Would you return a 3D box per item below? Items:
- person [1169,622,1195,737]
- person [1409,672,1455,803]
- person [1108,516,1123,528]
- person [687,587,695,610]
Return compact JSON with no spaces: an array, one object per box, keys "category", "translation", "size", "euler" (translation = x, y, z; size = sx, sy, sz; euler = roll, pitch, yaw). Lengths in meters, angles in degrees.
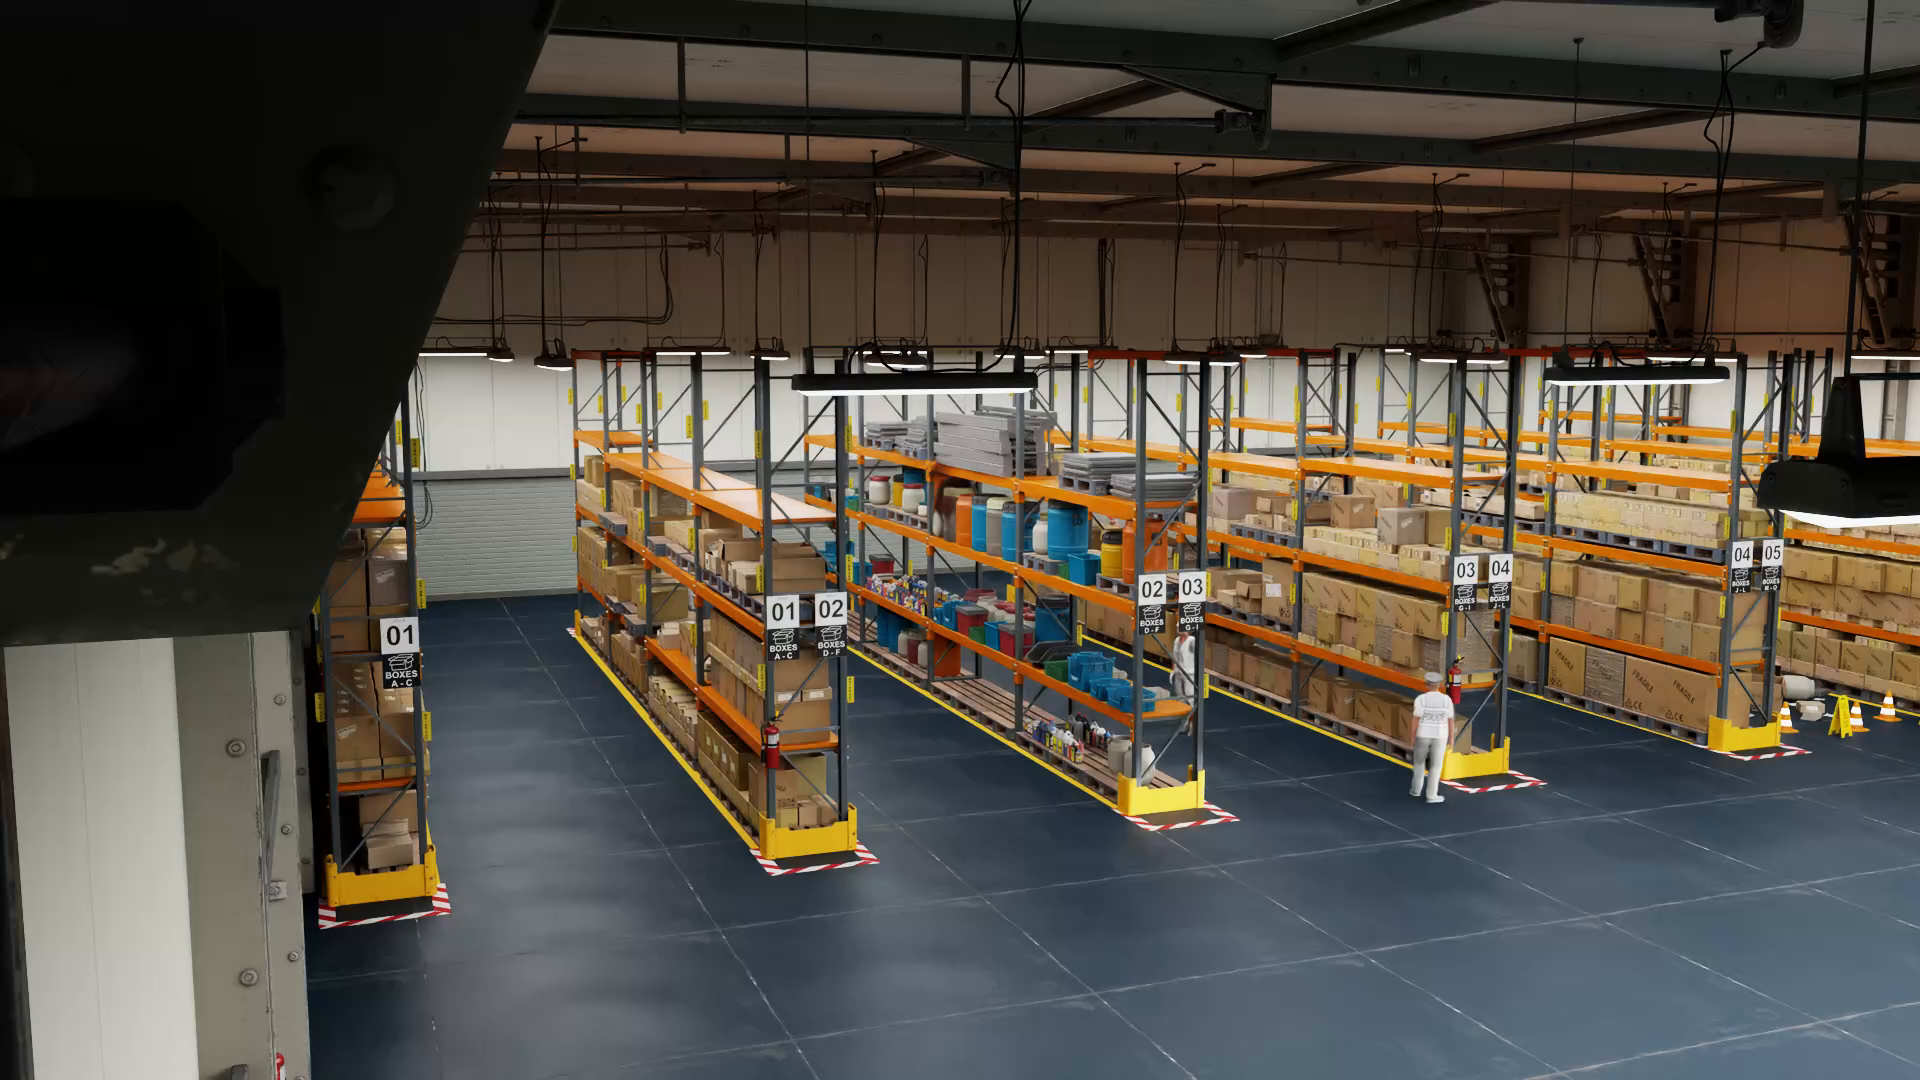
[{"category":"person","translation":[3.579,2.171,26.414],"size":[0.377,1.822,0.643],"euler":[-5,9,-36]},{"category":"person","translation":[6.407,2.654,22.579],"size":[0.589,1.761,0.578],"euler":[3,8,21]},{"category":"person","translation":[3.886,0.226,42.088],"size":[0.575,1.803,0.532],"euler":[-2,7,-18]},{"category":"person","translation":[-6.323,0.766,38.124],"size":[0.459,1.645,0.984],"euler":[-4,8,-29]}]
